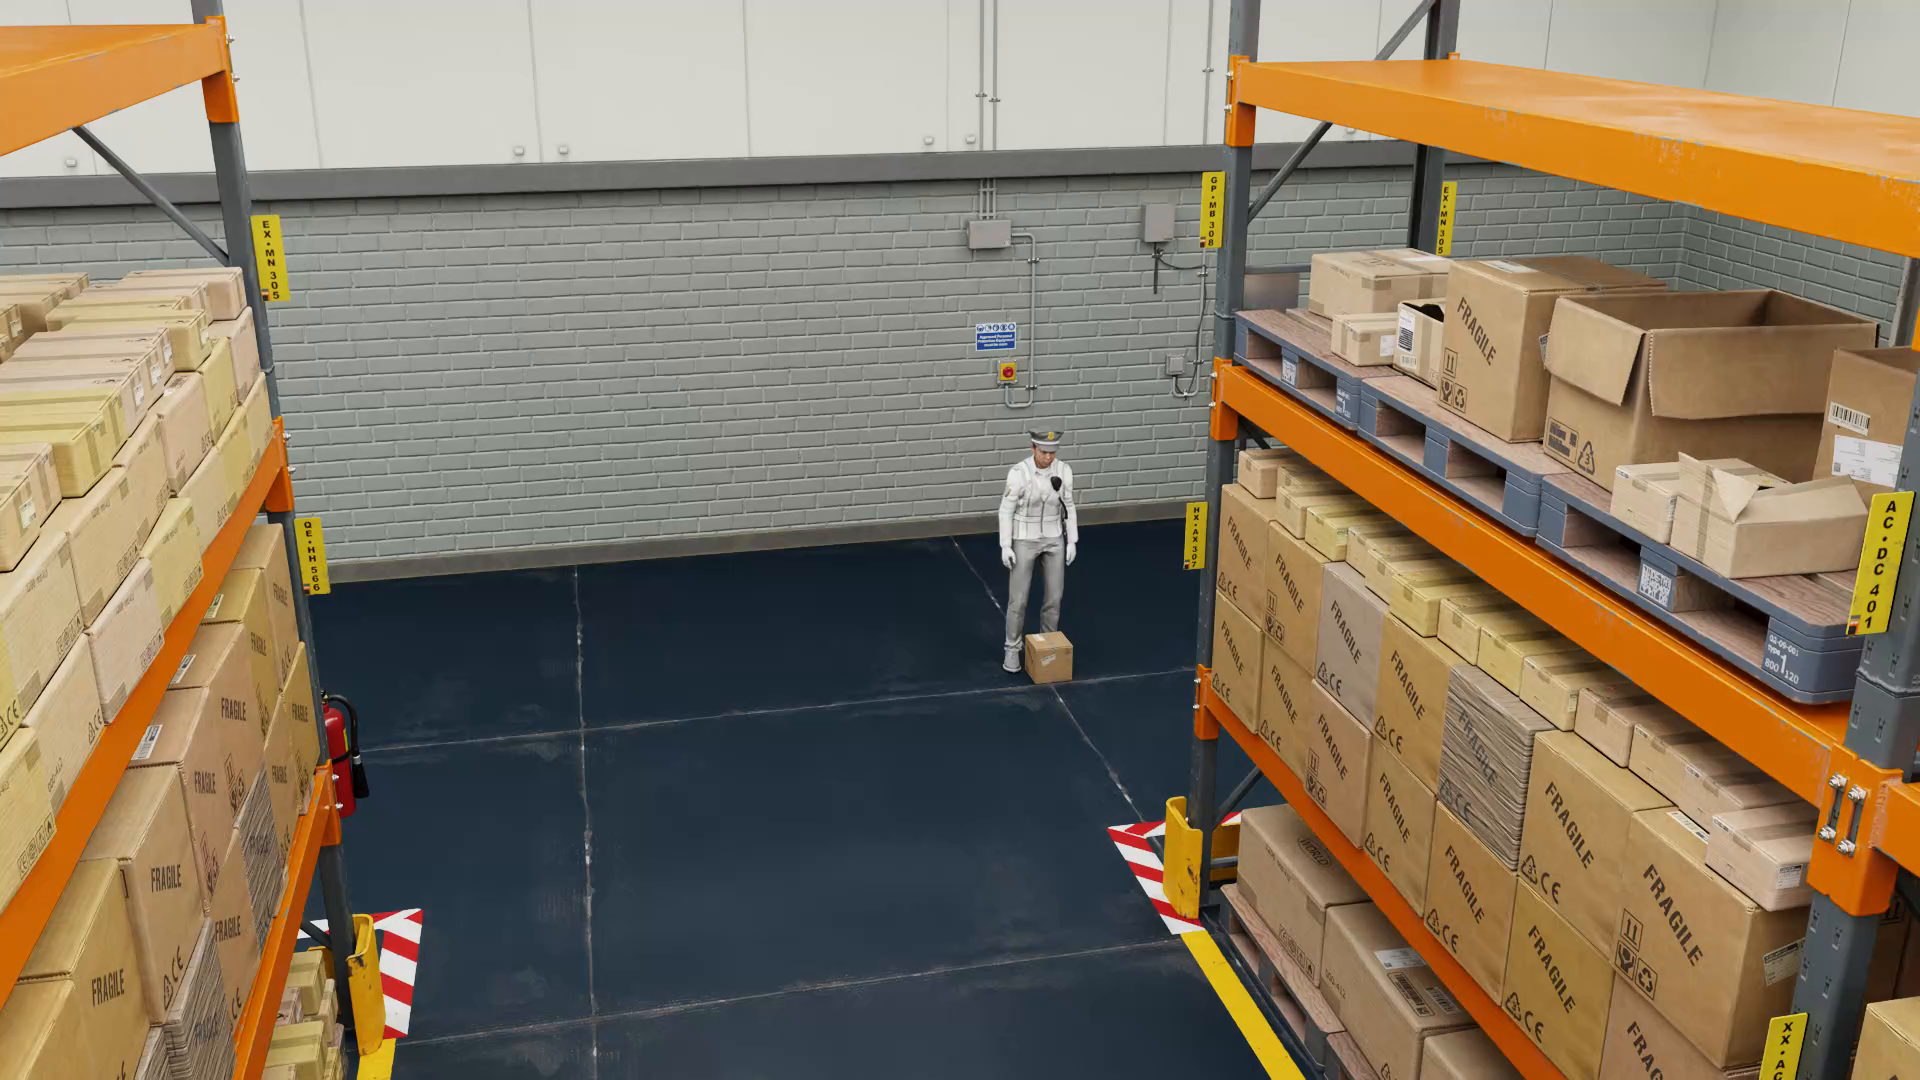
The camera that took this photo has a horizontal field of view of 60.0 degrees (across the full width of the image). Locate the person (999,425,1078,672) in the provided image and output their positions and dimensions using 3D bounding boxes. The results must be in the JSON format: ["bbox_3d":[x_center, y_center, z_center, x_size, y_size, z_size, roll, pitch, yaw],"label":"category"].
[{"bbox_3d":[0.518,0.035,10.968,0.530,1.663,0.372,-4,20,-12],"label":"person"}]
